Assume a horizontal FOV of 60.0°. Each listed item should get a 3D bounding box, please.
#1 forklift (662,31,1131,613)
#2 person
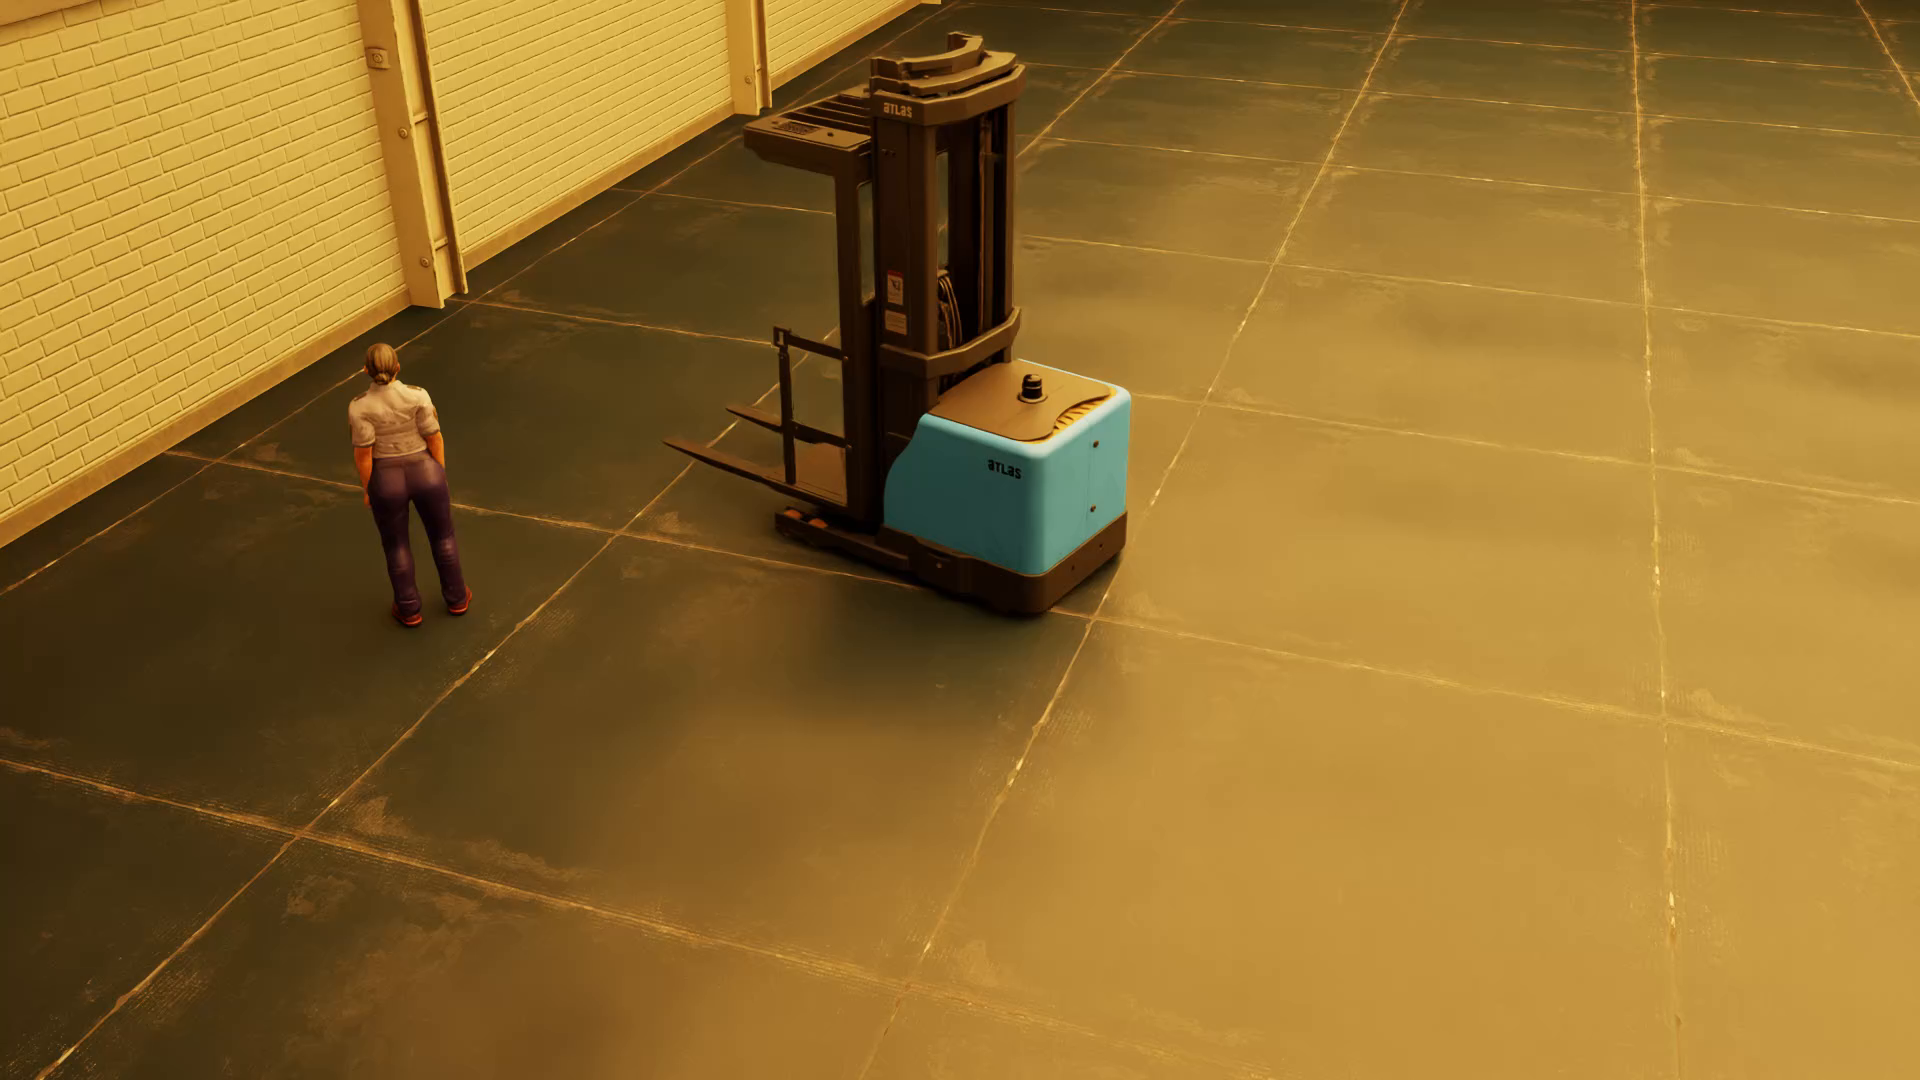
[{"bbox_3d":[-0.511,-1.428,9.641,3.031,2.935,1.130,19,35,30],"label":"forklift"},{"bbox_3d":[-2.983,-0.307,8.978,0.485,1.651,0.369,-13,32,-22],"label":"person"}]
